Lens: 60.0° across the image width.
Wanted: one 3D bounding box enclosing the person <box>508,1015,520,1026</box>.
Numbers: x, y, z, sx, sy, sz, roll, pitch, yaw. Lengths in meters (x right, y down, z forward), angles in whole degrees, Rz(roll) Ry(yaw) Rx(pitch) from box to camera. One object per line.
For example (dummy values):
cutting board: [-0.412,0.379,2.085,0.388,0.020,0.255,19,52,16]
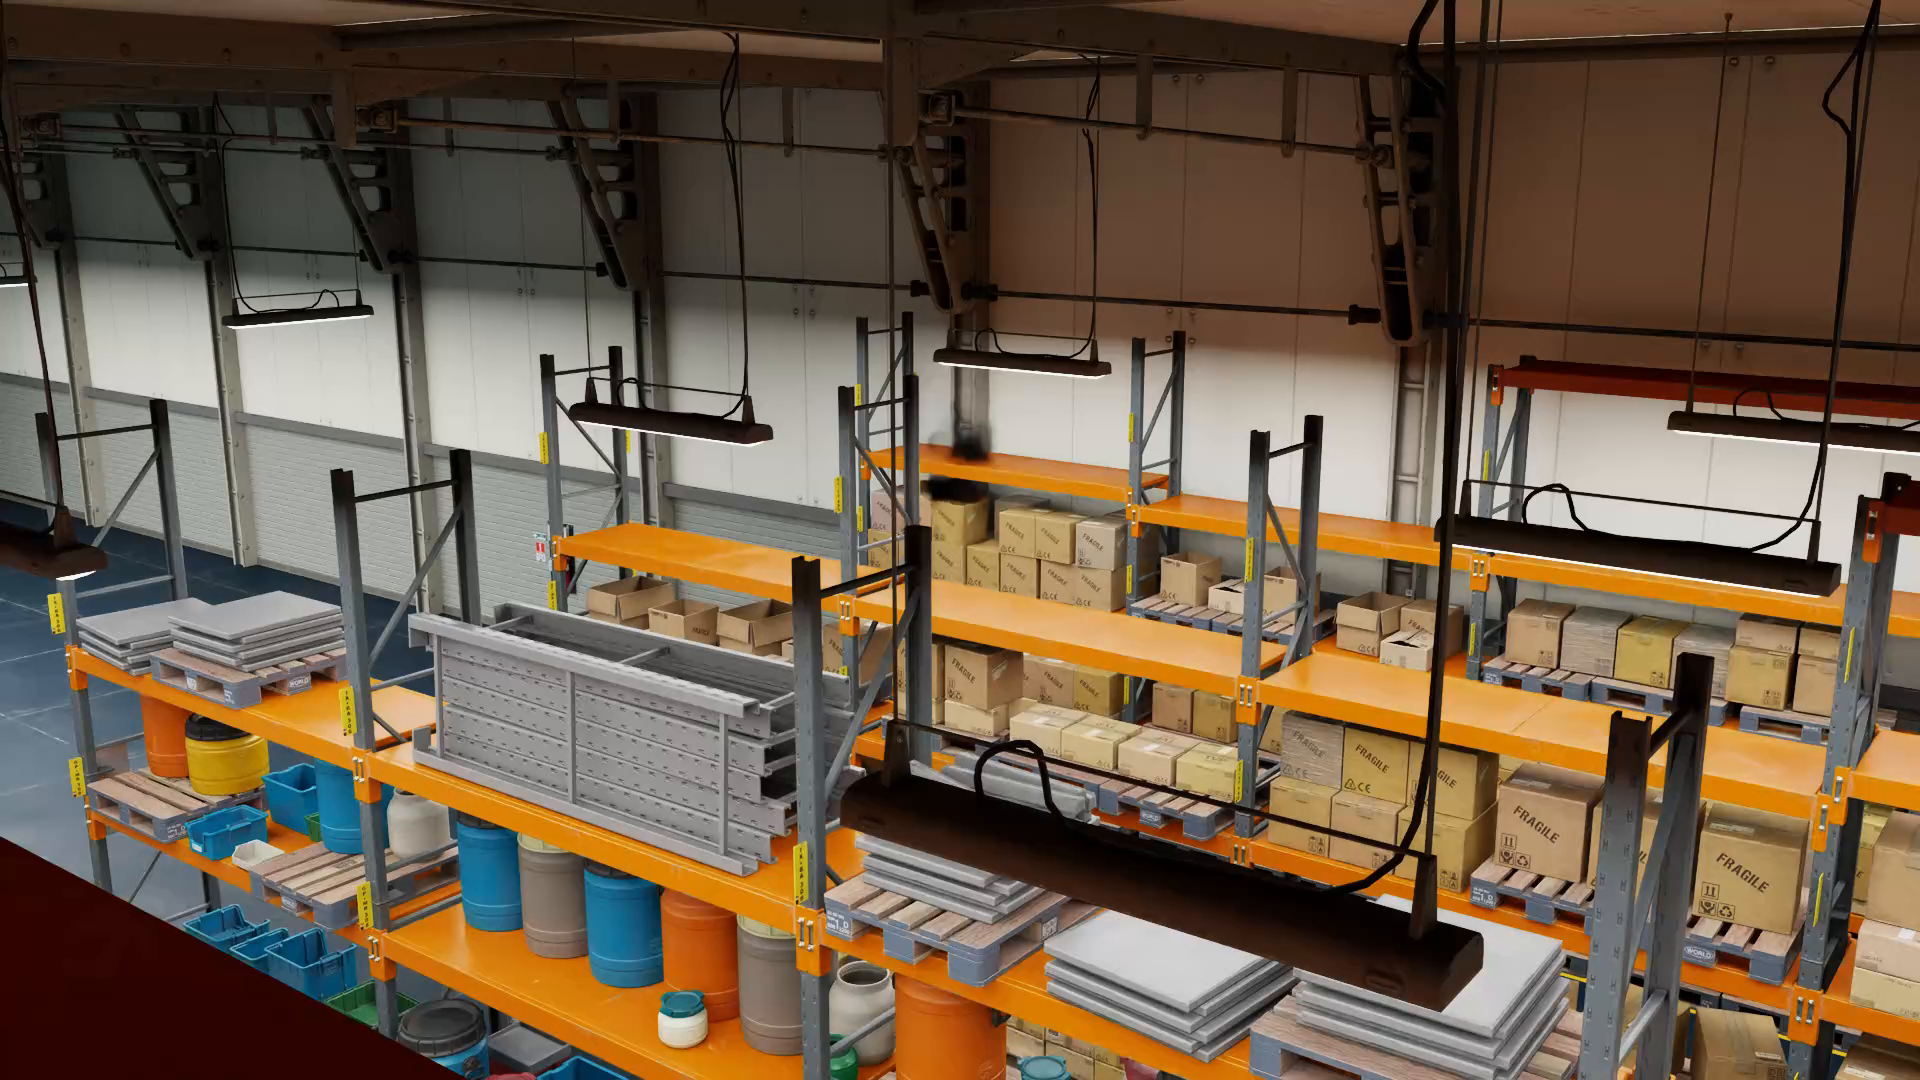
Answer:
person: [-3.654,4.068,14.009,0.603,1.666,0.613,10,16,37]
